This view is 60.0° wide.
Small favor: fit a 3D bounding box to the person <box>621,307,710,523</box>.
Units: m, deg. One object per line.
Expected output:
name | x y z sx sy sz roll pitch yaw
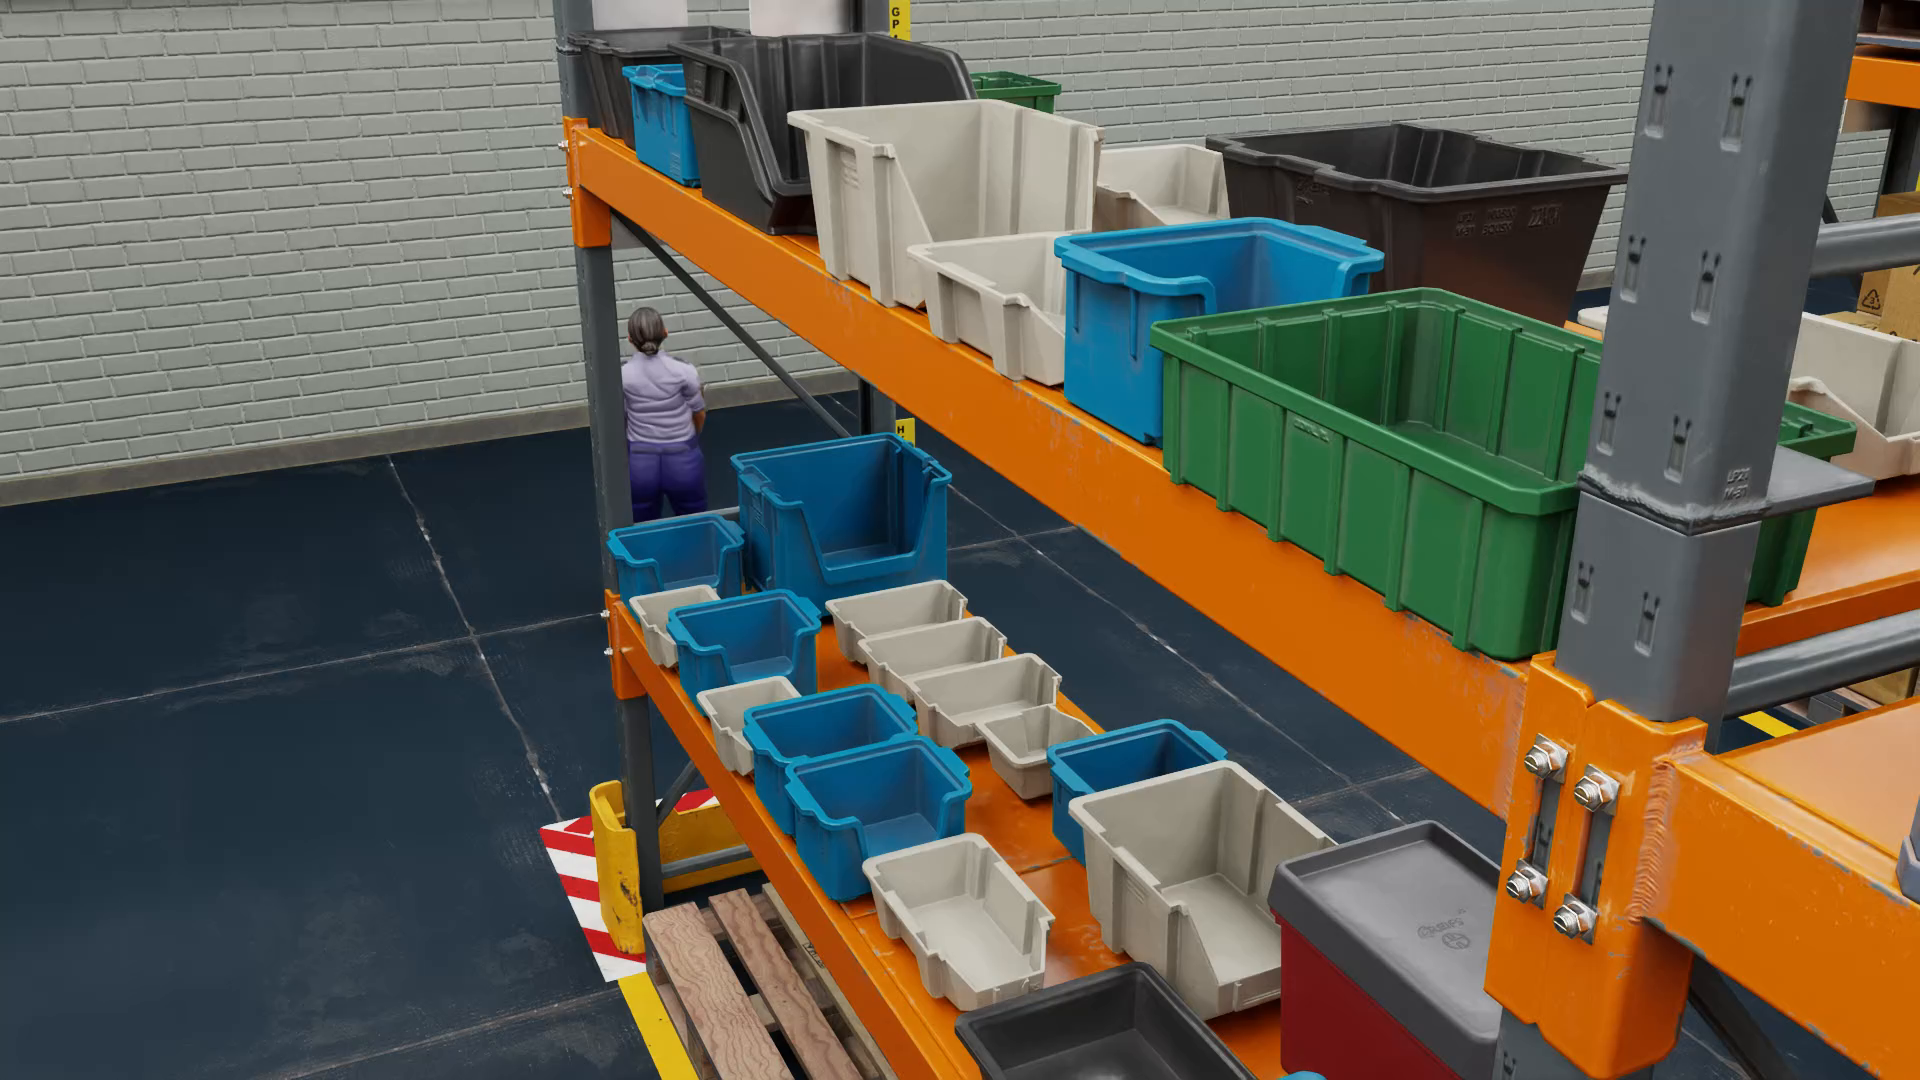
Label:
person | -1.418 -0.337 7.929 0.483 1.649 0.486 -3 22 -7
